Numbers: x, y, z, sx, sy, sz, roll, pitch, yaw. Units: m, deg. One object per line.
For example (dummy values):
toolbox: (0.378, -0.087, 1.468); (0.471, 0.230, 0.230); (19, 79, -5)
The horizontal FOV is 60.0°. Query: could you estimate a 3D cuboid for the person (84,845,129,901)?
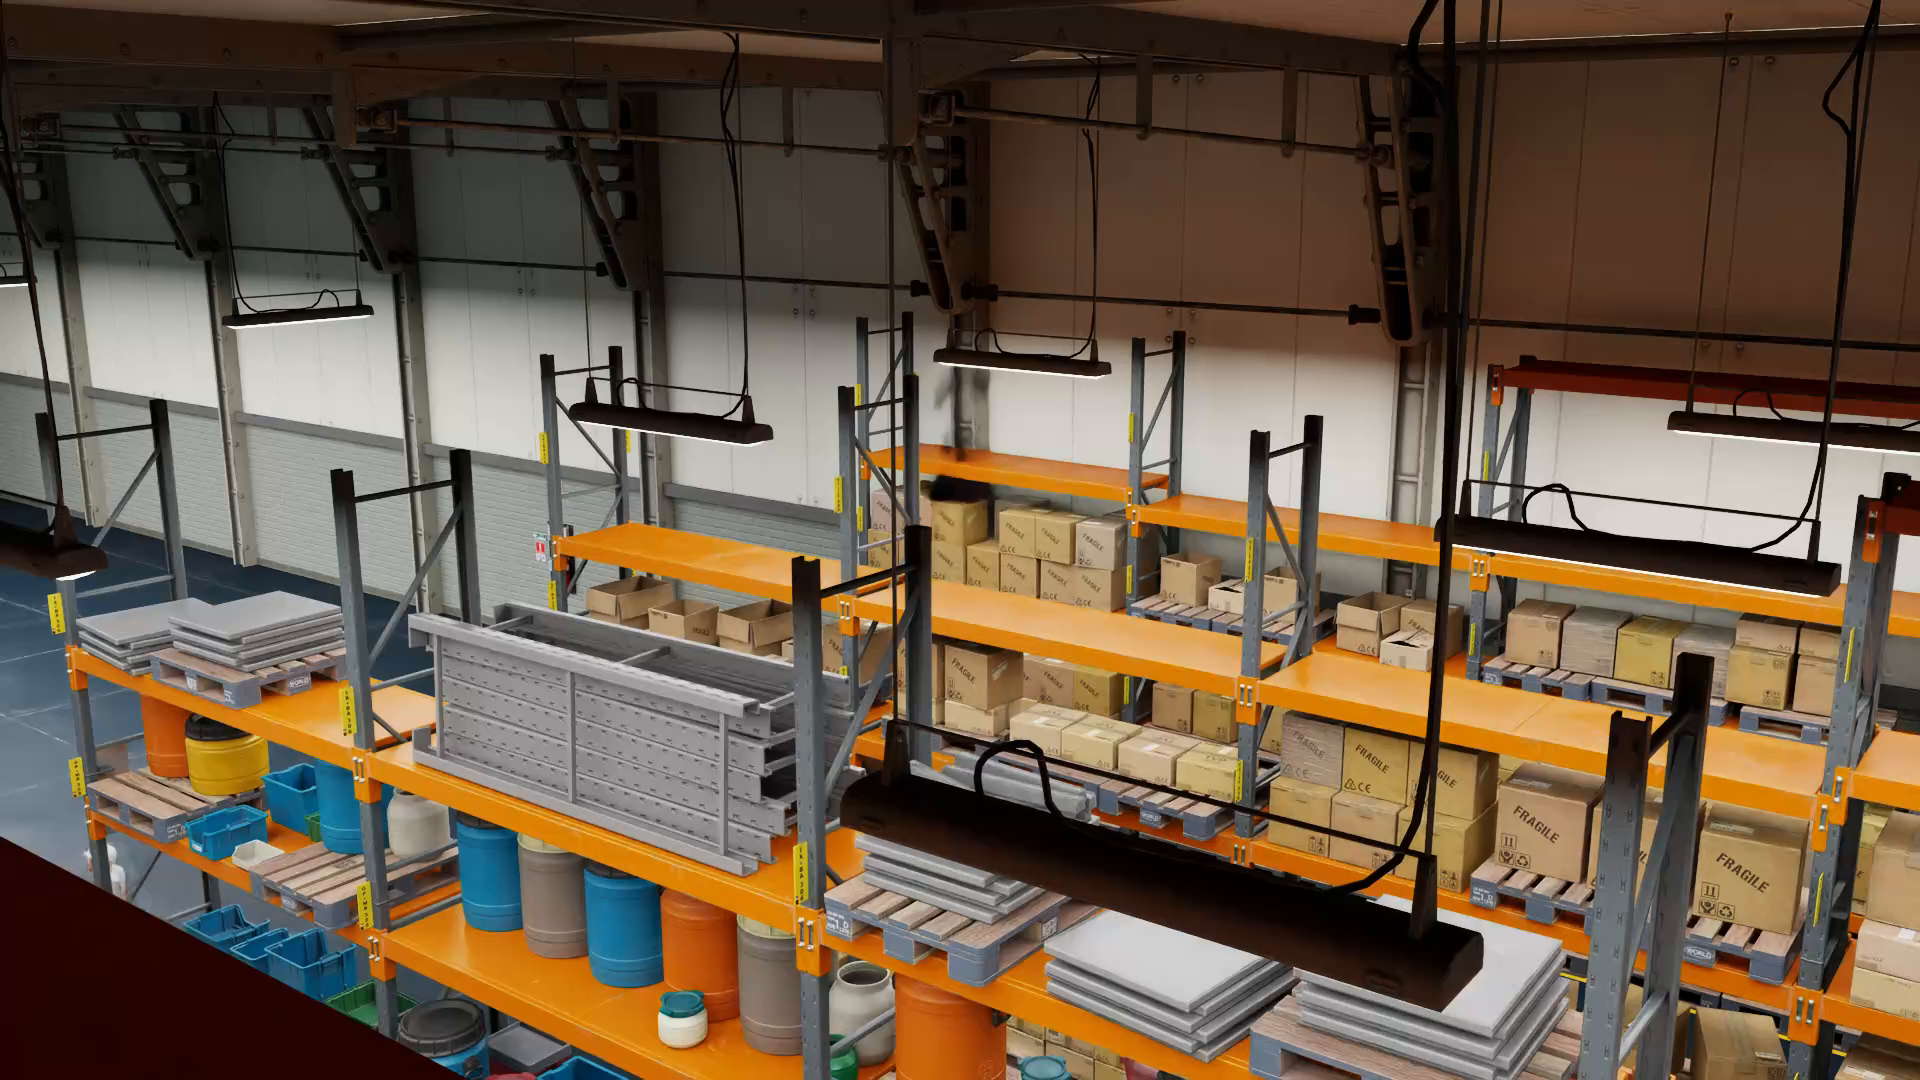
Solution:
person: (-7.886, 3.670, 15.593); (0.593, 1.756, 0.678); (-5, 14, -22)
